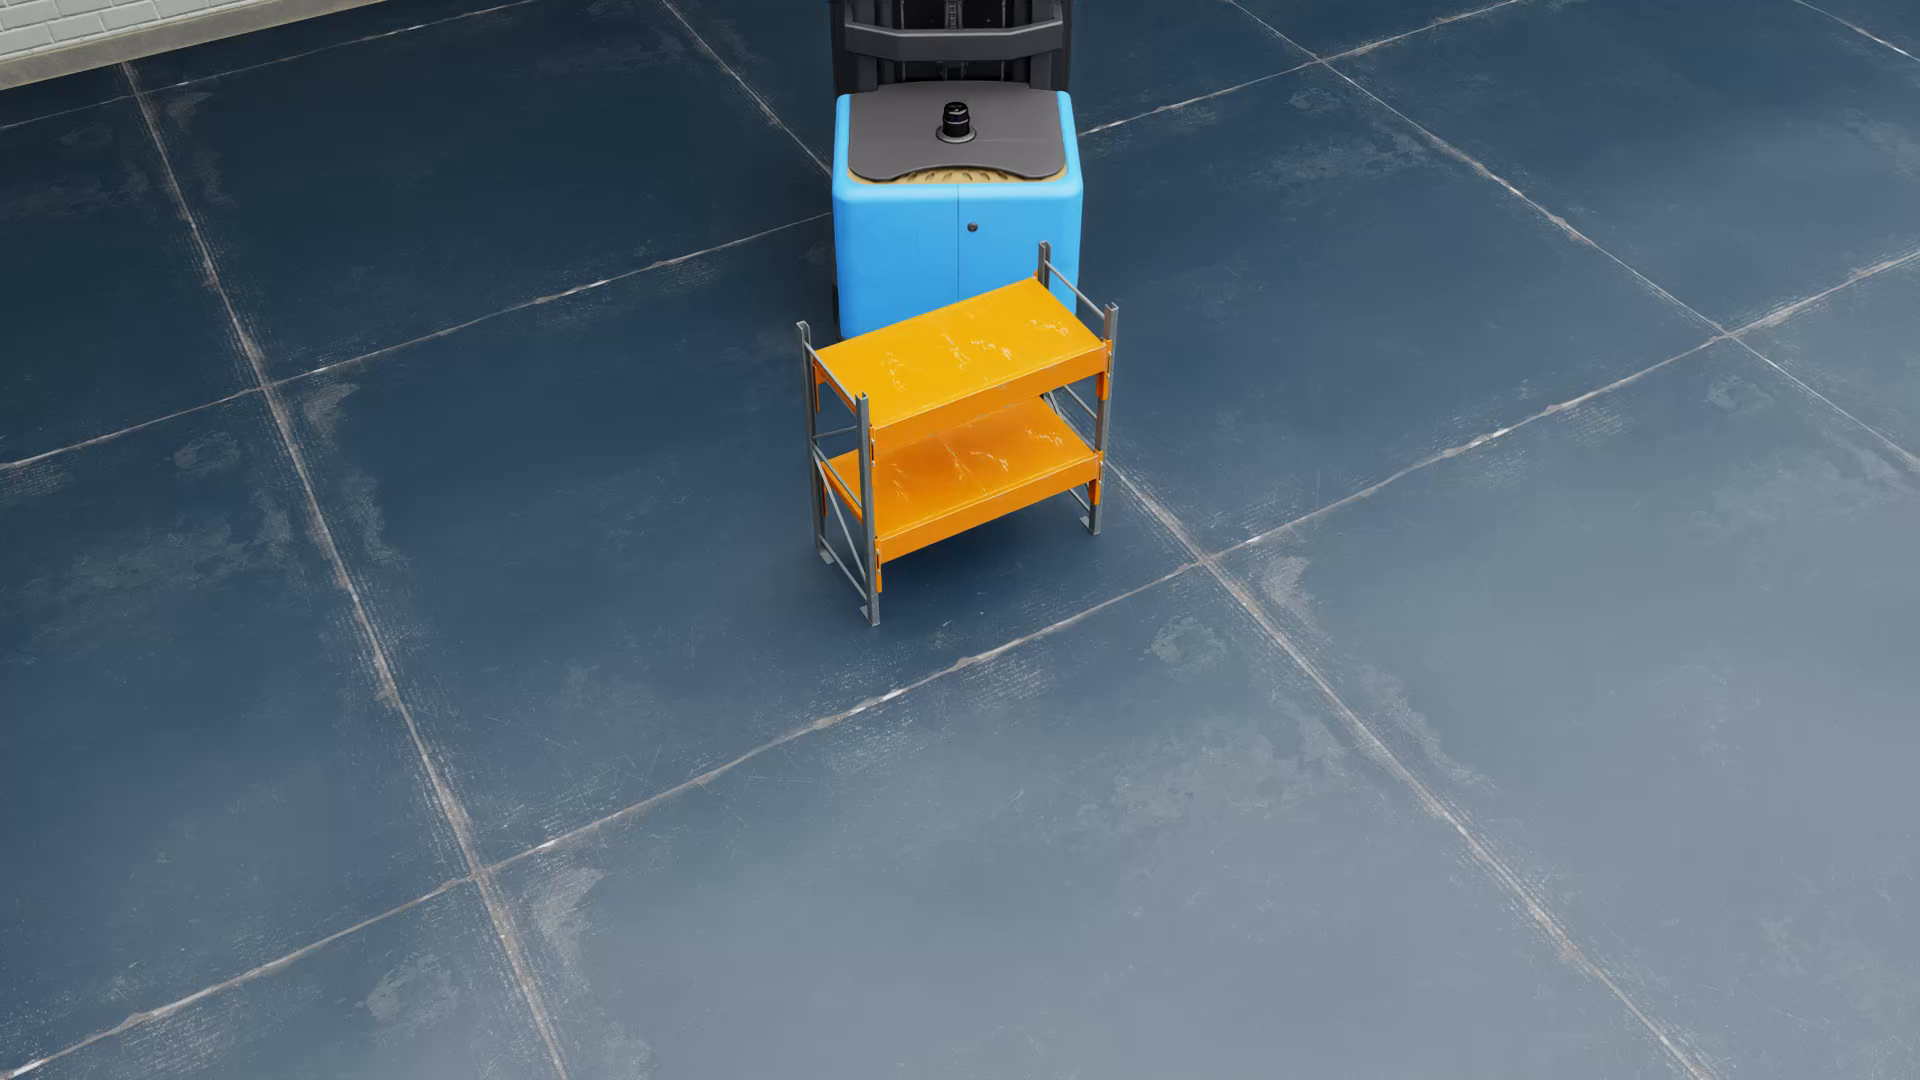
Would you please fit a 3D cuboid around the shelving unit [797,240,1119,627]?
[{"bbox_3d":[-0.006,-0.401,6.356,1.048,1.125,0.538,-22,48,-21],"label":"shelving unit"}]

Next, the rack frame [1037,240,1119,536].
[{"bbox_3d":[0.435,-0.578,6.538,0.032,1.125,0.500,-22,48,-21],"label":"rack frame"}]

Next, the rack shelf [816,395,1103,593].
[{"bbox_3d":[-0.006,-0.226,6.526,1.000,0.278,0.538,-22,48,-21],"label":"rack shelf"}]

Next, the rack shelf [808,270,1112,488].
[{"bbox_3d":[-0.006,-0.611,6.152,1.000,0.278,0.538,-22,48,-21],"label":"rack shelf"}]

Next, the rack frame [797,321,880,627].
[{"bbox_3d":[-0.447,-0.225,6.174,0.032,1.125,0.500,-22,48,-21],"label":"rack frame"}]

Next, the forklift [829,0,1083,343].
[{"bbox_3d":[-0.046,-2.721,7.449,1.130,2.935,3.031,-1,44,-1],"label":"forklift"}]
